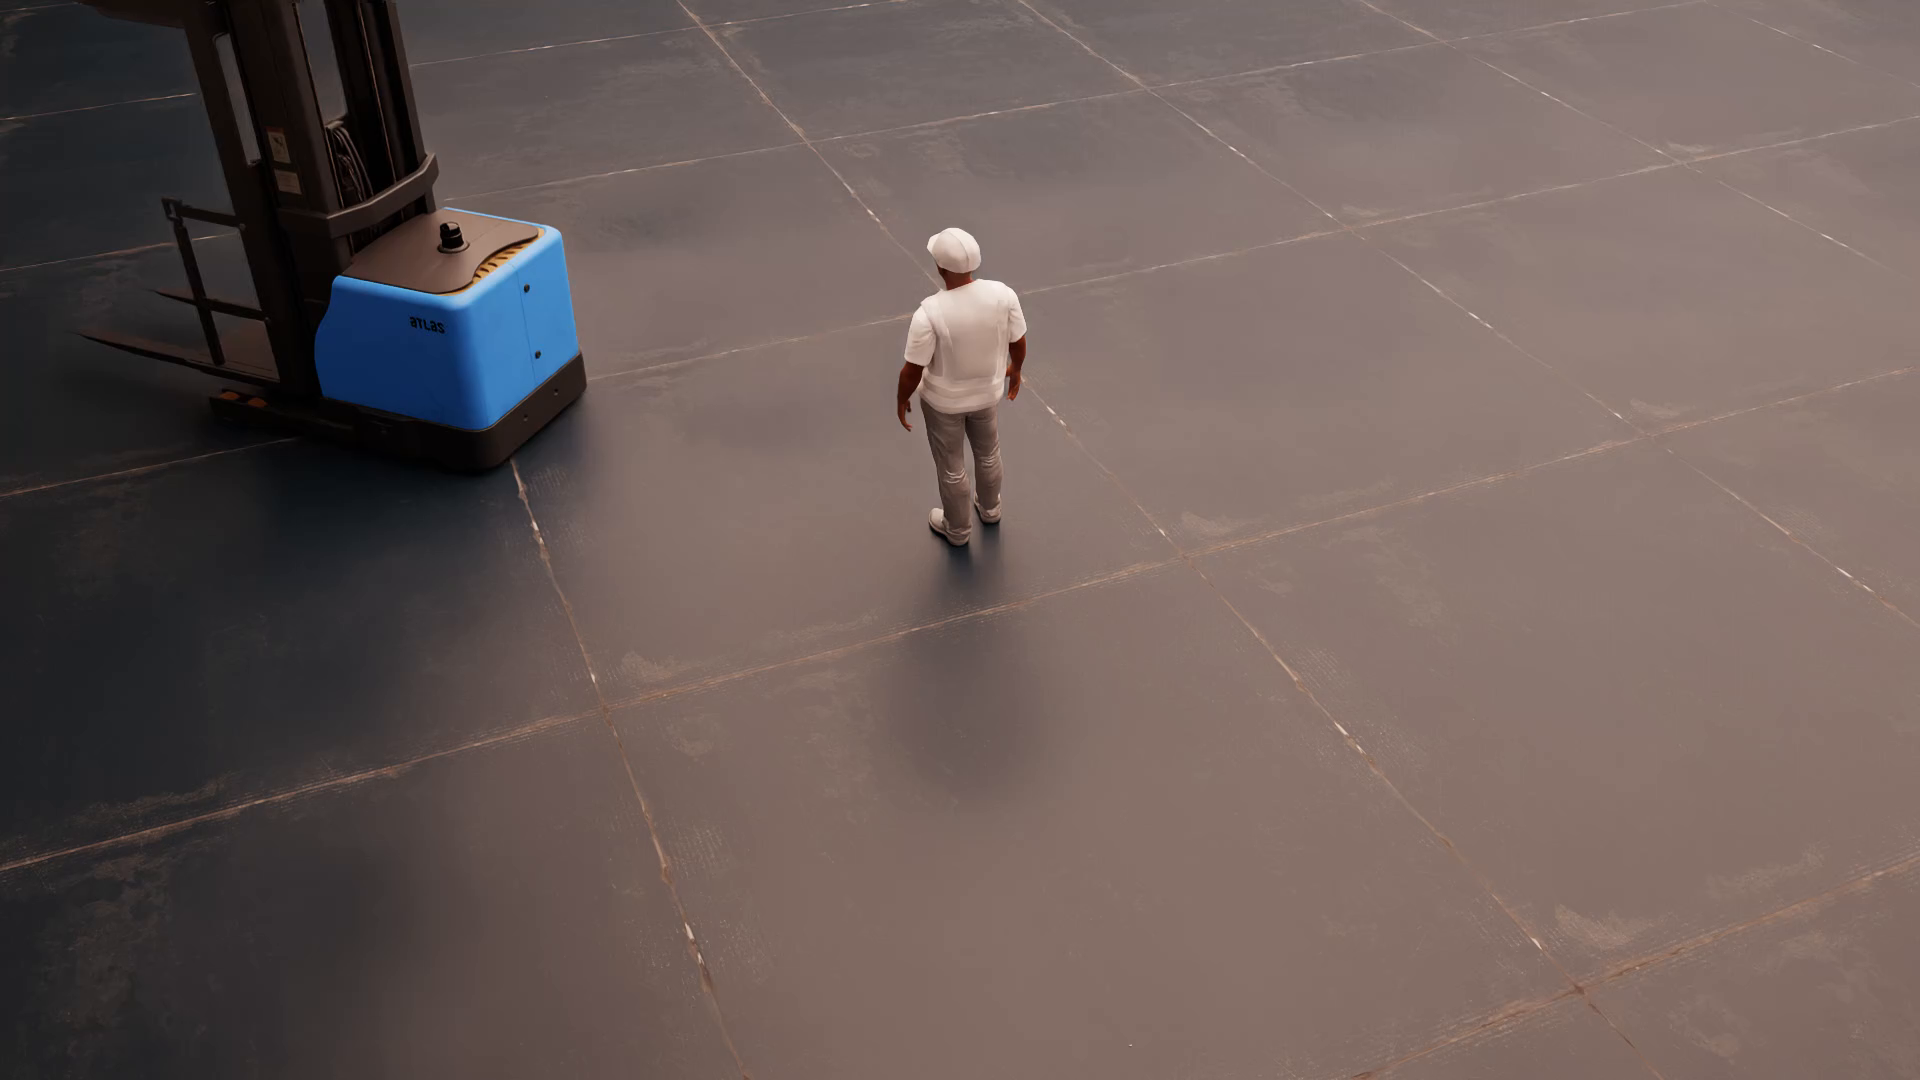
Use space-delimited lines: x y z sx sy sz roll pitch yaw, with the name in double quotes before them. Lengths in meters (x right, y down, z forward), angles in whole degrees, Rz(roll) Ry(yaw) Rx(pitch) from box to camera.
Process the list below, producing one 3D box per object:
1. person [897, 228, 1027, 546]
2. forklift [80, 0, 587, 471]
"person" -0.021 -0.764 8.166 0.665 1.766 0.576 -14 38 -19
"forklift" -3.761 -2.110 9.065 3.031 2.935 1.130 13 37 18
